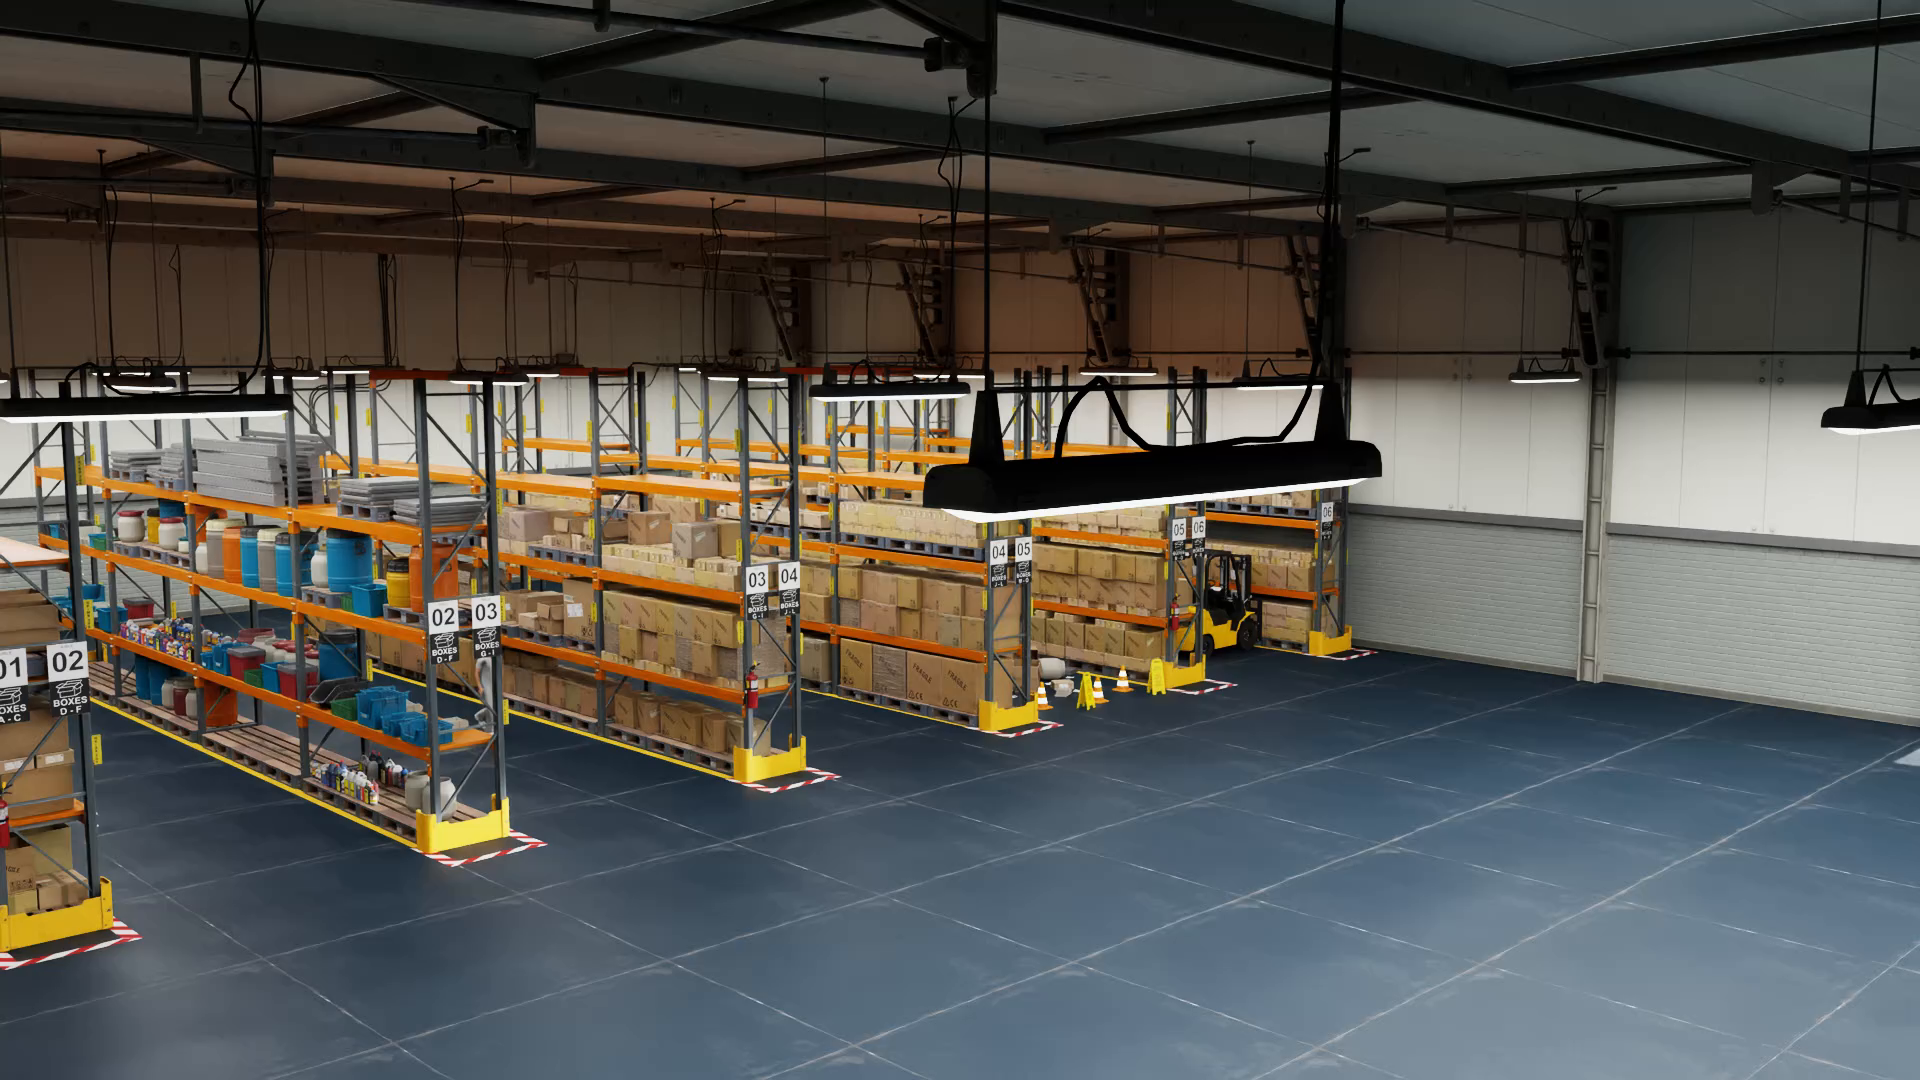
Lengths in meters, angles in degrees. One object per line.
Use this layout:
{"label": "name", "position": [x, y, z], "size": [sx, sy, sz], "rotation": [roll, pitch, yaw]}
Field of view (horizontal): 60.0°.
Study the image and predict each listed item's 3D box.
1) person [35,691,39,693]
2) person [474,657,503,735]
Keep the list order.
{"label": "person", "position": [-15.879, 2.348, 28.217], "size": [0.506, 1.639, 0.523], "rotation": [-4, 8, -33]}
{"label": "person", "position": [-7.724, 2.426, 27.456], "size": [0.365, 1.653, 0.523], "rotation": [4, 8, 31]}
